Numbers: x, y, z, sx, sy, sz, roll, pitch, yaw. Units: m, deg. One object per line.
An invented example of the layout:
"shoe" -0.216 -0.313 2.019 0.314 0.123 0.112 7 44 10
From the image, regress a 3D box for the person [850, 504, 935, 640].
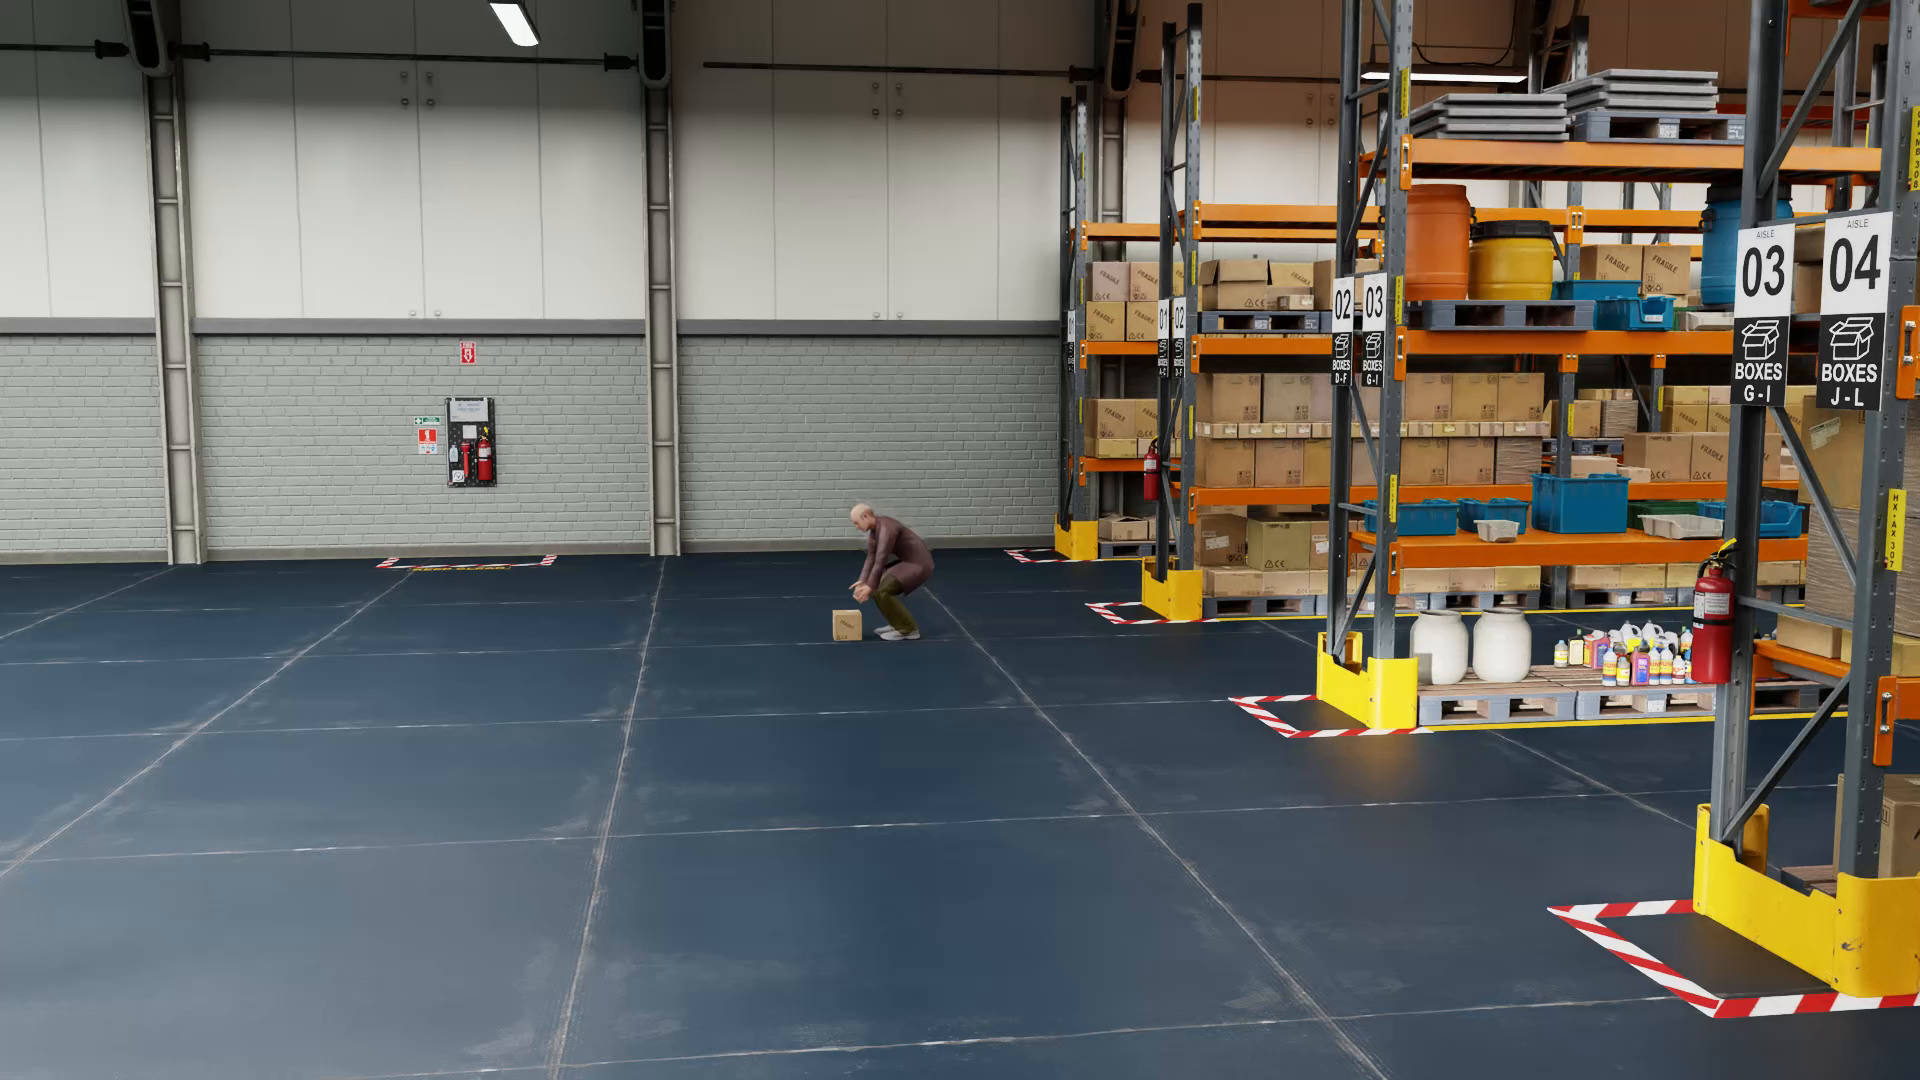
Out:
"person" -0.623 0.288 15.486 0.793 1.270 0.630 -1 6 -9
